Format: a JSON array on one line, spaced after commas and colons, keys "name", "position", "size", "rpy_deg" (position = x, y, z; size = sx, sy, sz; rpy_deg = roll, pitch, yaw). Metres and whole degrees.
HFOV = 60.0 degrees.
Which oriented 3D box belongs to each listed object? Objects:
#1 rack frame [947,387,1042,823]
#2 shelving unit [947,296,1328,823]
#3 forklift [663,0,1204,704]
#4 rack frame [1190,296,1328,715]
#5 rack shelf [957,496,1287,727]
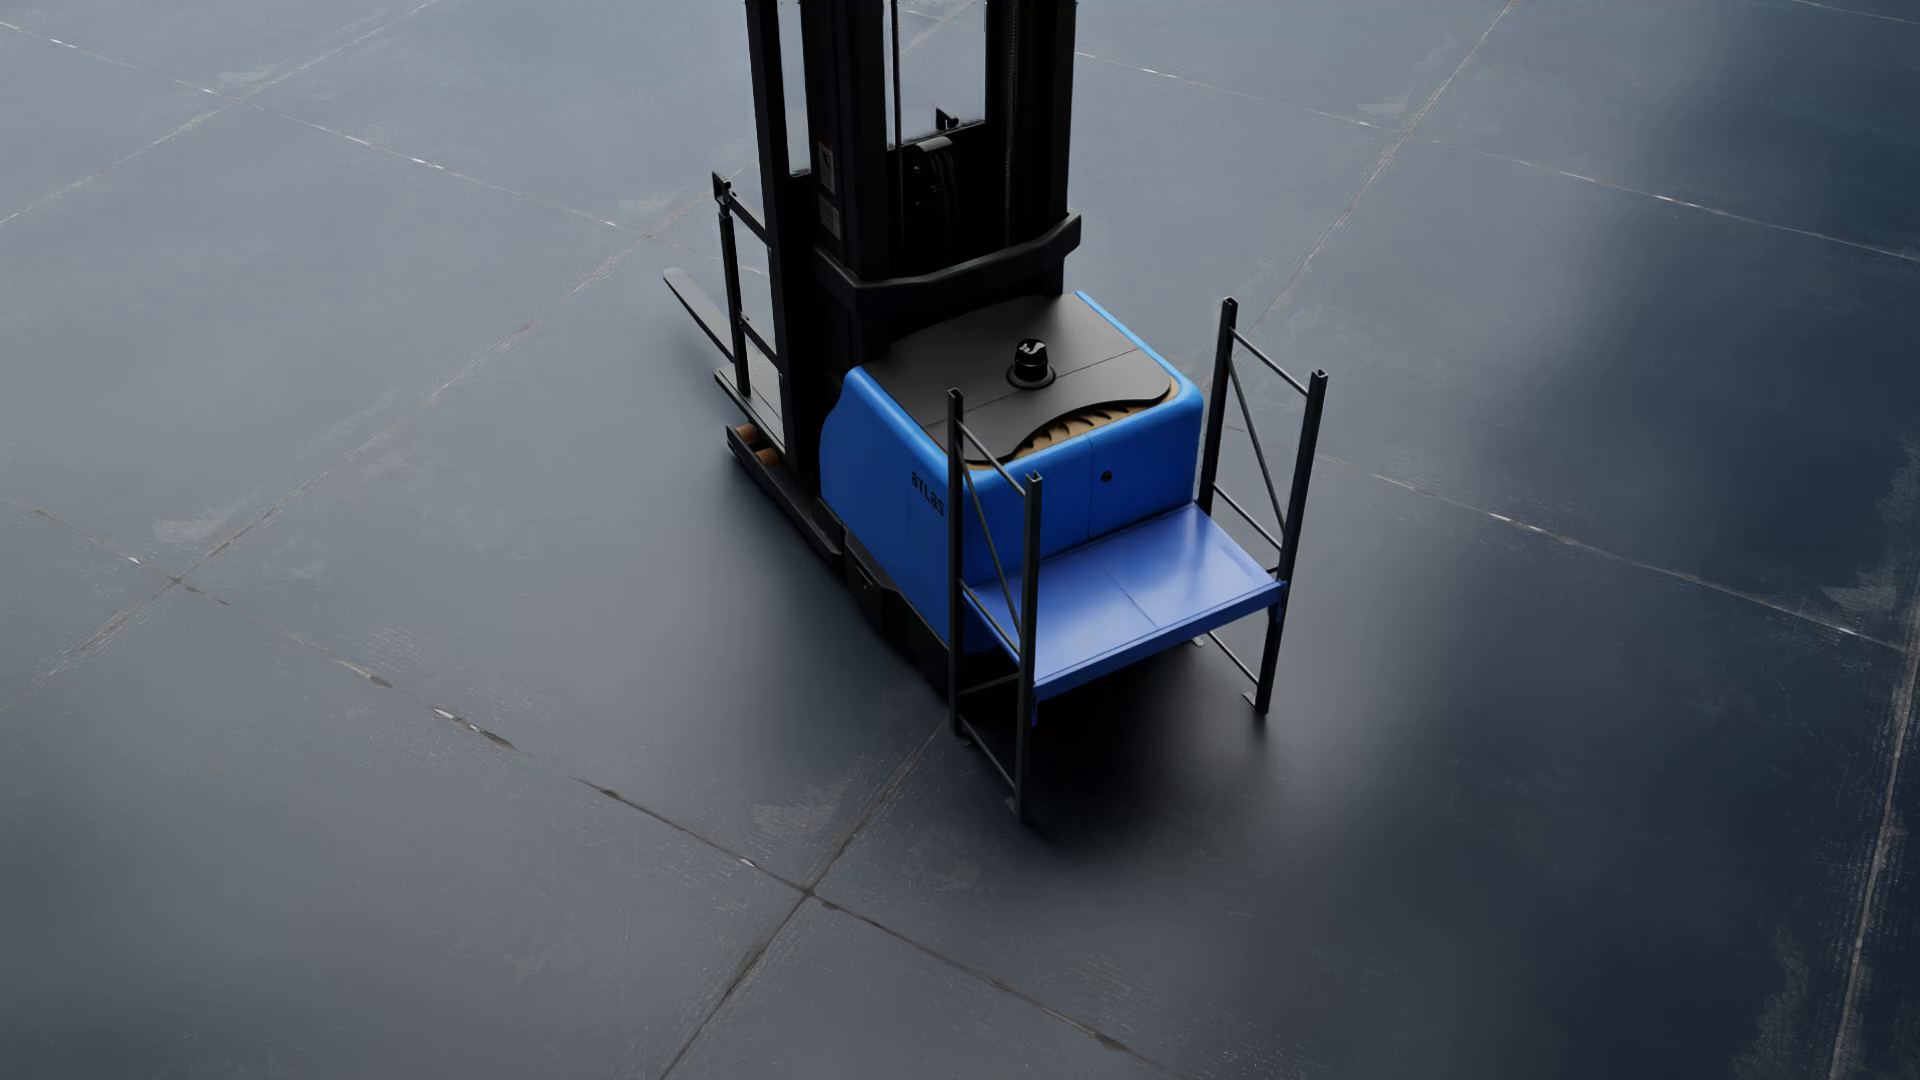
[{"name": "rack frame", "position": [0.097, 0.252, 5.329], "size": [0.032, 1.500, 0.500], "rpy_deg": [-20, 45, -22]}, {"name": "shelving unit", "position": [0.540, 0.087, 5.516], "size": [1.048, 1.500, 0.538], "rpy_deg": [-20, 45, -22]}, {"name": "forklift", "position": [-0.336, -1.466, 6.197], "size": [1.130, 2.935, 3.031], "rpy_deg": [-22, 46, -23]}, {"name": "rack frame", "position": [0.984, -0.077, 5.703], "size": [0.032, 1.500, 0.500], "rpy_deg": [-20, 45, -22]}, {"name": "rack shelf", "position": [0.540, 0.222, 5.635], "size": [1.000, 0.185, 0.538], "rpy_deg": [-20, 45, -22]}]
